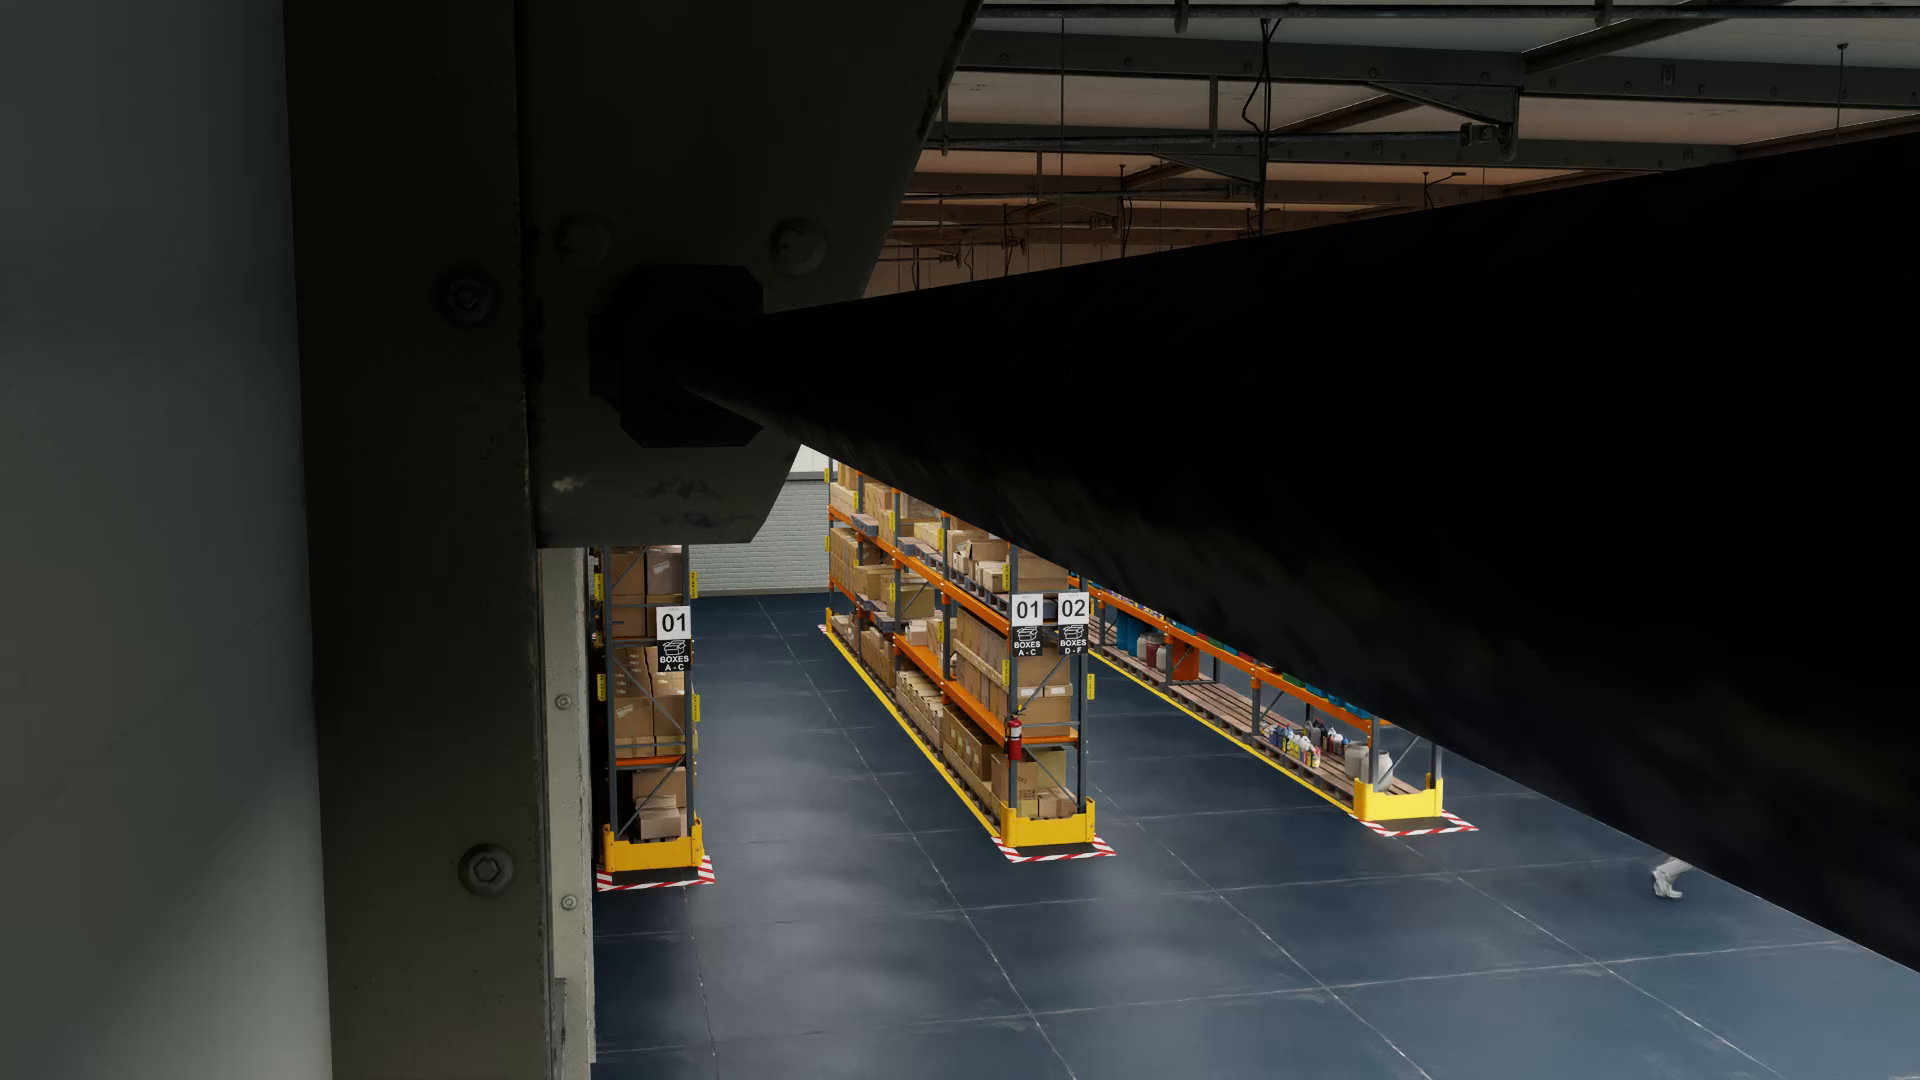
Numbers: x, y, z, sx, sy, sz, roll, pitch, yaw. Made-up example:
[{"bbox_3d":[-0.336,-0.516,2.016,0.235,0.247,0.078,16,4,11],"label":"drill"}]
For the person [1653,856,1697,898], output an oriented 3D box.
[{"bbox_3d":[8.186,3.228,18.898,0.542,1.743,0.703,3,7,21],"label":"person"}]
